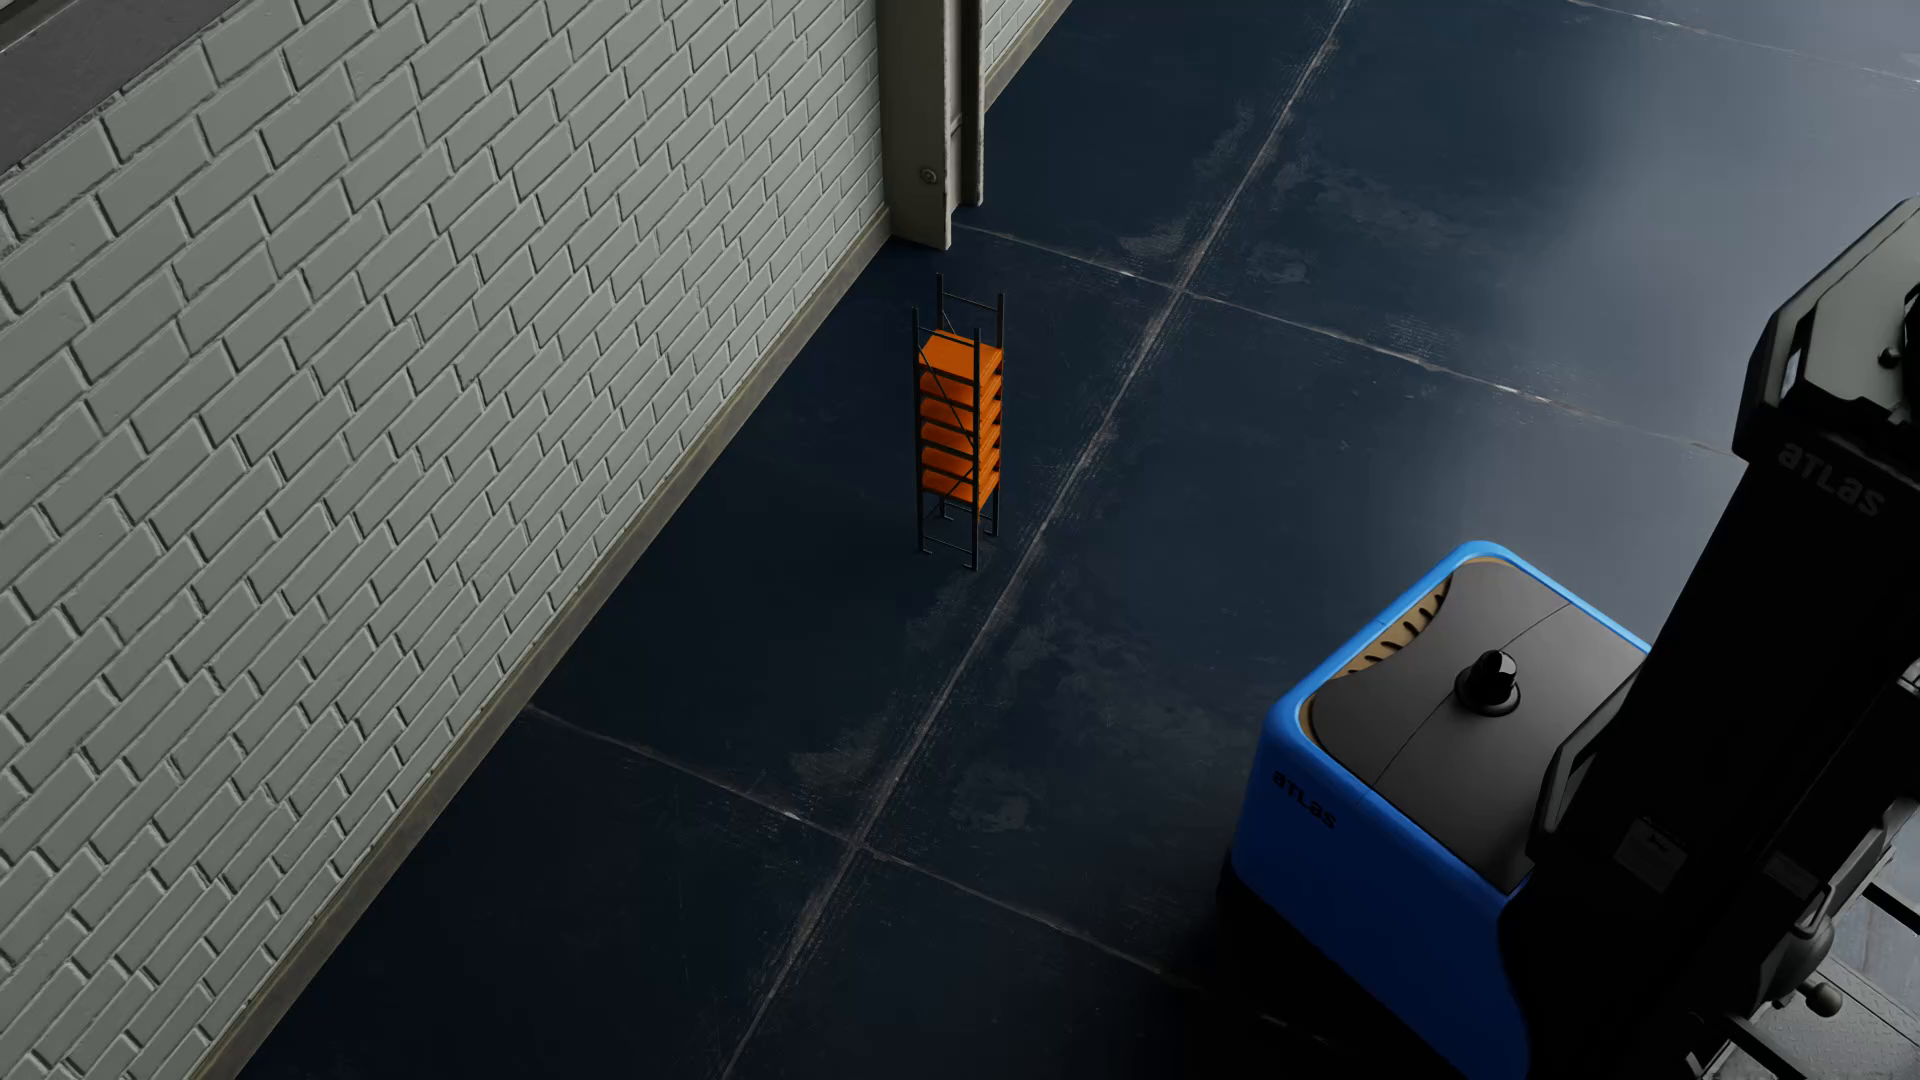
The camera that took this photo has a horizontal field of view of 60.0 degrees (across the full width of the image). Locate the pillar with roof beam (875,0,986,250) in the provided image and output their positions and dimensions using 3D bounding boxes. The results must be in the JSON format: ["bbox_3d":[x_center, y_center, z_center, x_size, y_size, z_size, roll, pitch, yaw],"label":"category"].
[{"bbox_3d":[3.776,-2.978,2.875,9.100,9.000,0.400,20,52,16],"label":"pillar with roof beam"}]

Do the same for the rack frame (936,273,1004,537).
[{"bbox_3d":[0.033,-0.442,5.838,0.240,1.200,0.006,20,52,16],"label":"rack frame"}]

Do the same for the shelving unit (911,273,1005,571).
[{"bbox_3d":[-0.006,-0.379,5.785,0.258,1.200,0.189,20,52,16],"label":"shelving unit"}]

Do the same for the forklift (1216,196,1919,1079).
[{"bbox_3d":[2.168,0.796,3.648,1.130,2.935,3.031,-35,58,-26],"label":"forklift"}]

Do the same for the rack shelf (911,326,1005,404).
[{"bbox_3d":[-0.006,-0.583,5.544,0.258,0.103,0.180,20,52,16],"label":"rack shelf"}]

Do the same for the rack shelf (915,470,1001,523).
[{"bbox_3d":[-0.006,-0.195,6.001,0.258,0.103,0.180,20,52,16],"label":"rack shelf"}]

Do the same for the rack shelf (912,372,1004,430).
[{"bbox_3d":[-0.006,-0.506,5.636,0.258,0.103,0.180,20,52,16],"label":"rack shelf"}]

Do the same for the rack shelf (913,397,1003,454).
[{"bbox_3d":[-0.006,-0.428,5.727,0.258,0.103,0.180,20,52,16],"label":"rack shelf"}]

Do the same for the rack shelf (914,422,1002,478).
[{"bbox_3d":[-0.006,-0.350,5.818,0.258,0.103,0.180,20,52,16],"label":"rack shelf"}]

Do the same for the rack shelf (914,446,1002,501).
[{"bbox_3d":[-0.006,-0.272,5.910,0.258,0.103,0.180,20,52,16],"label":"rack shelf"}]

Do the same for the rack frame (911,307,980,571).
[{"bbox_3d":[-0.045,-0.316,5.731,0.240,1.200,0.006,20,52,16],"label":"rack frame"}]
